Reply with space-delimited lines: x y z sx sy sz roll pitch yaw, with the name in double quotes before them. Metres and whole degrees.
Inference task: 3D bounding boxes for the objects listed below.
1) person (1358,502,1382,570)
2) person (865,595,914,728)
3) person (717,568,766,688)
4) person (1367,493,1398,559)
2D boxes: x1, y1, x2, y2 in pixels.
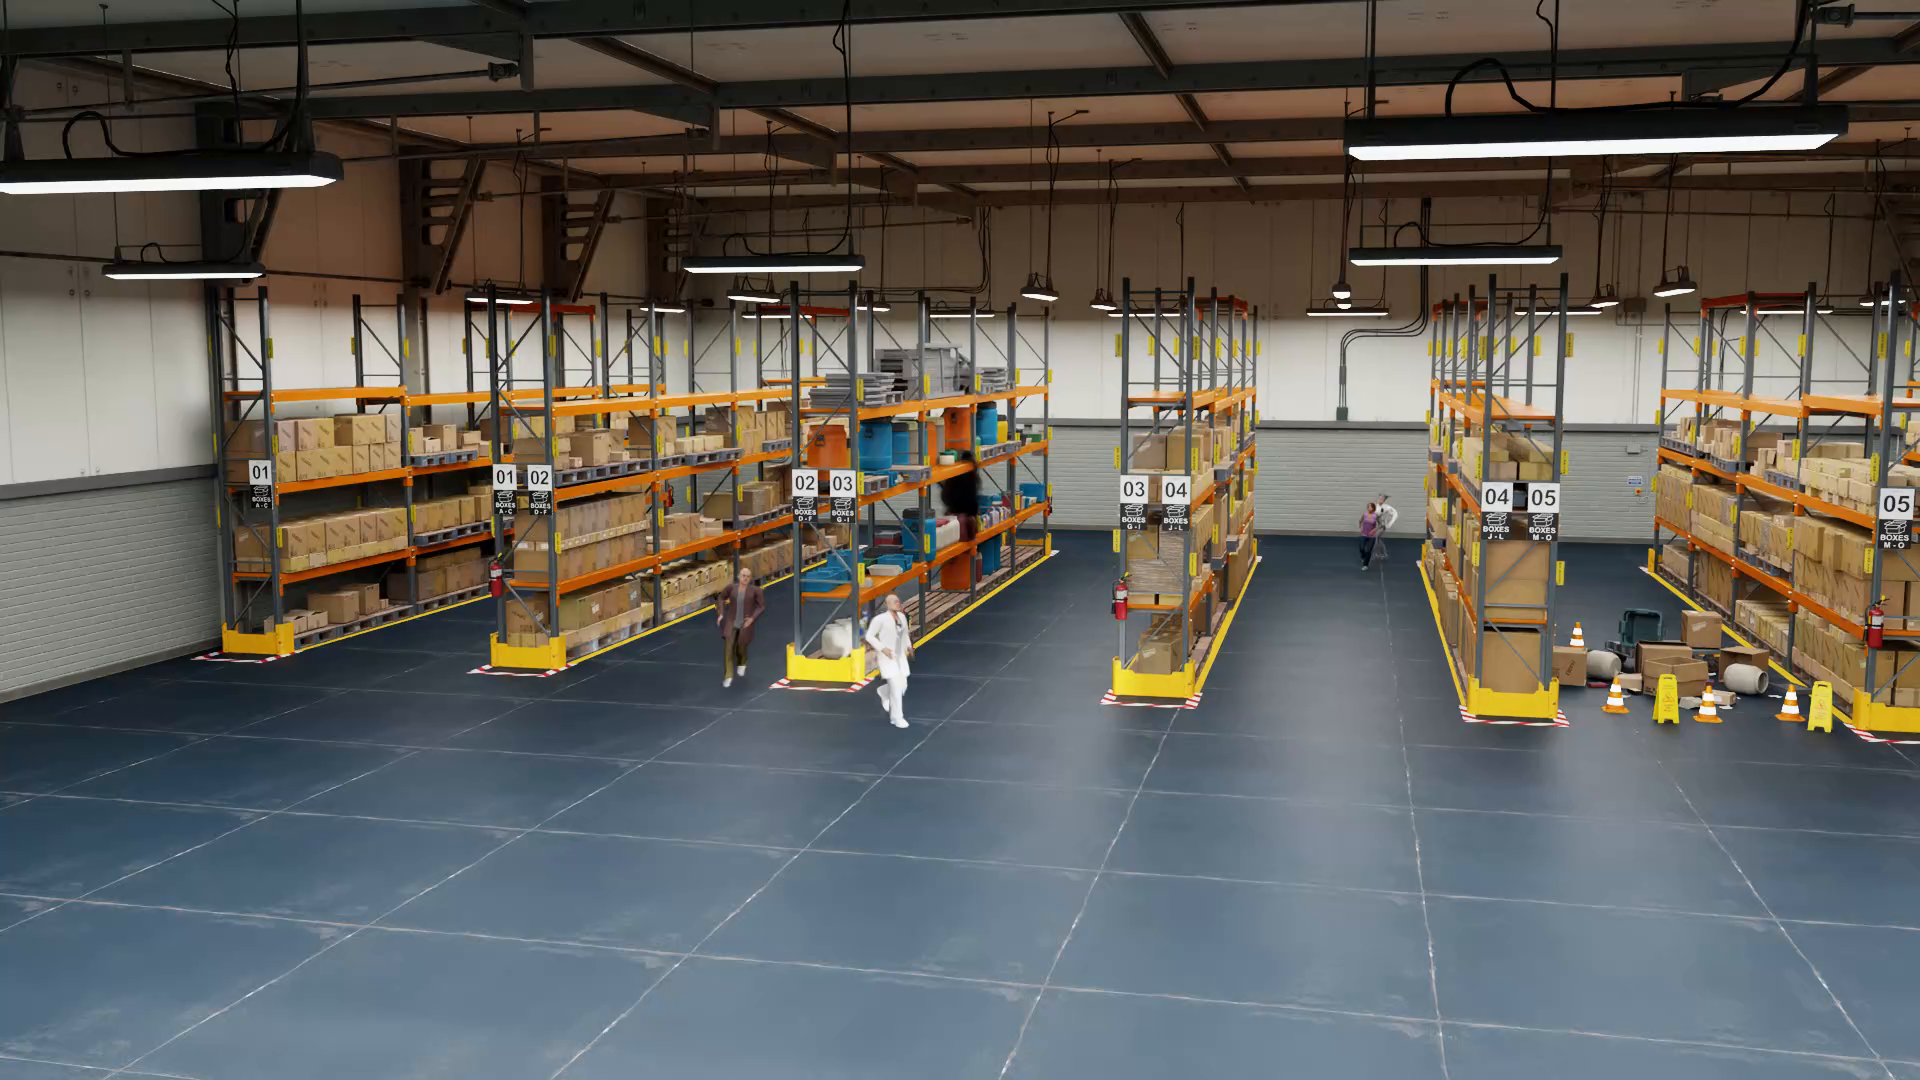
"person" 9.237 -0.080 37.556 0.571 1.549 0.484 3 7 26
"person" -0.952 1.595 22.228 0.709 1.755 0.779 -6 9 -42
"person" -3.277 1.284 24.908 0.742 1.748 0.843 0 7 1
"person" 9.928 -0.293 39.264 0.722 1.654 0.692 -3 7 -23
